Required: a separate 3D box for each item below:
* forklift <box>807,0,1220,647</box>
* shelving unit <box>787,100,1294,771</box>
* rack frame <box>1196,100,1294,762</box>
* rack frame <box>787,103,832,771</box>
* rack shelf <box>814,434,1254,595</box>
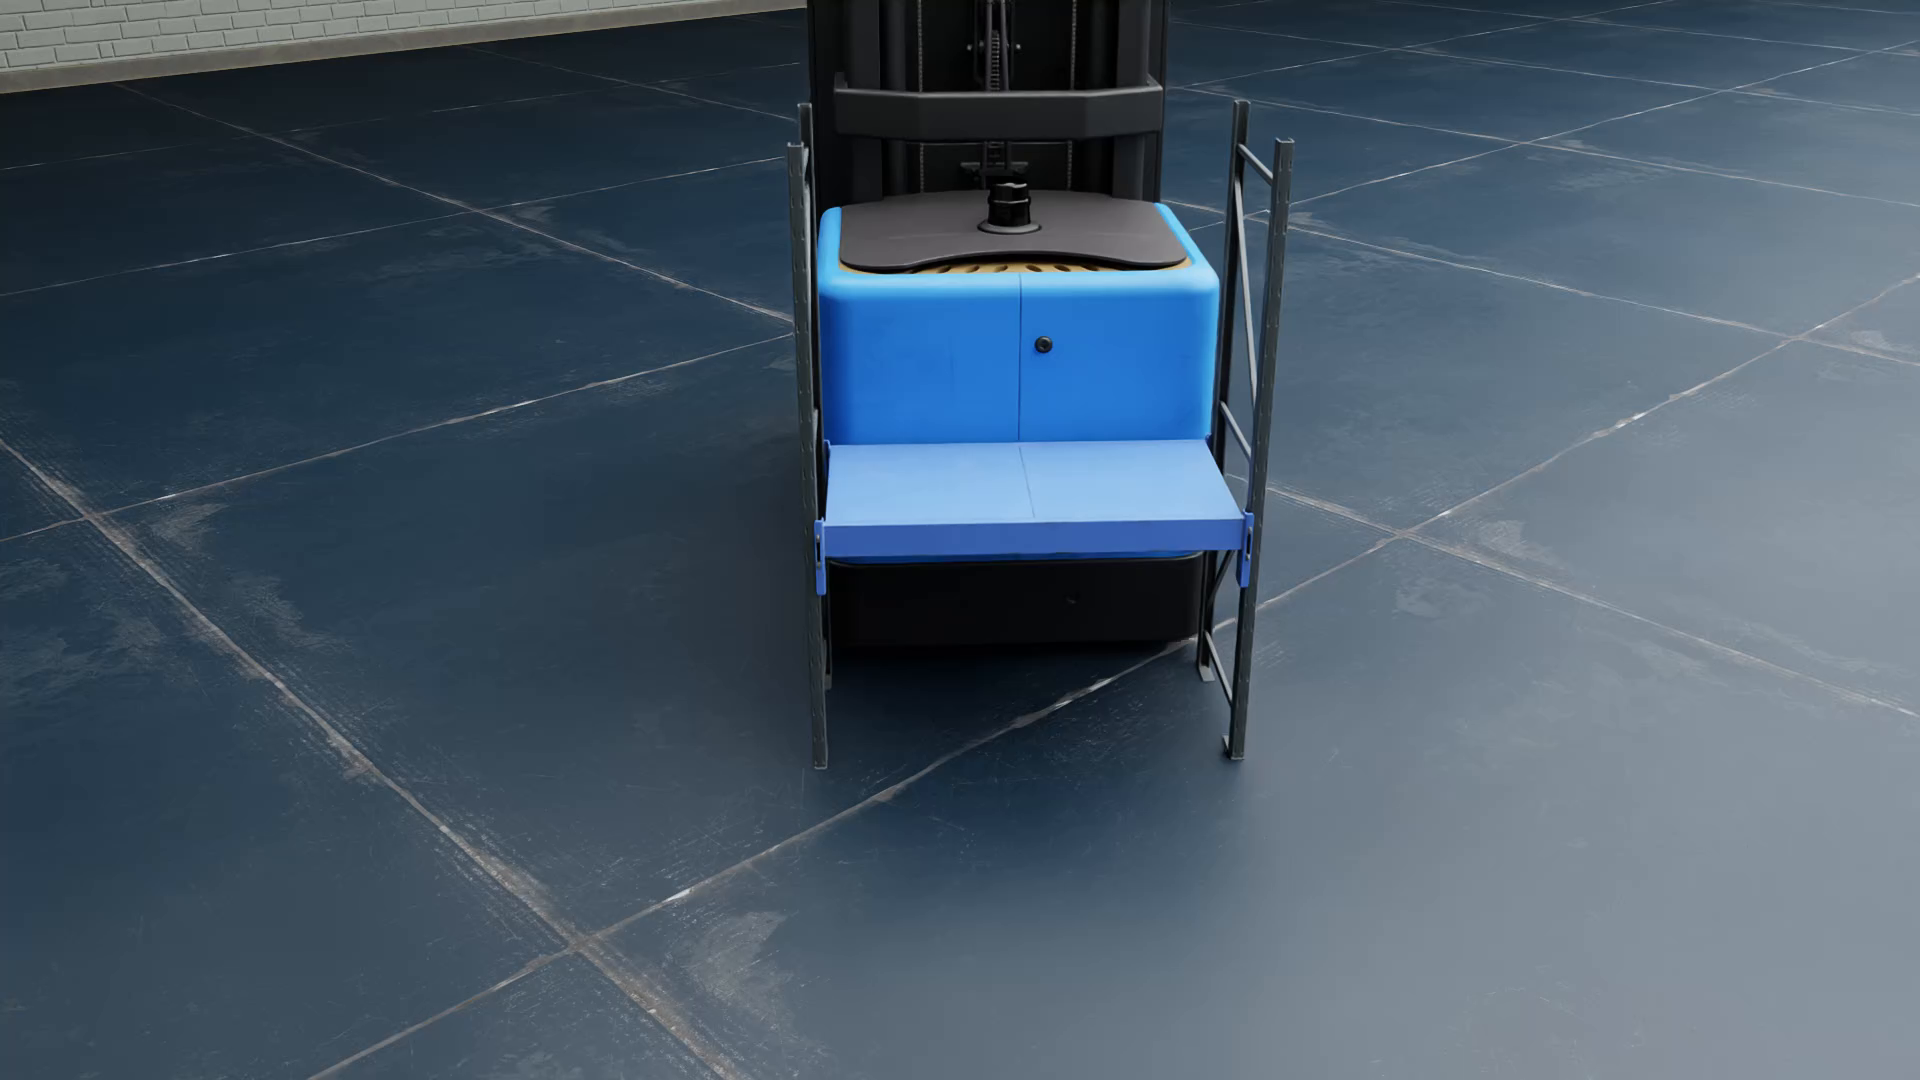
[{"bbox_3d":[0.071,-1.617,5.263,1.130,2.935,3.031,-1,25,-3],"label":"forklift"},{"bbox_3d":[0.159,-0.236,3.960,1.048,1.500,0.538,-1,25,-2],"label":"shelving unit"},{"bbox_3d":[0.667,-0.245,3.980,0.032,1.500,0.500,-1,25,-2],"label":"rack frame"},{"bbox_3d":[-0.349,-0.227,3.940,0.032,1.500,0.500,-1,25,-2],"label":"rack frame"},{"bbox_3d":[0.159,-0.072,4.034,1.000,0.185,0.538,-1,25,-2],"label":"rack shelf"}]
